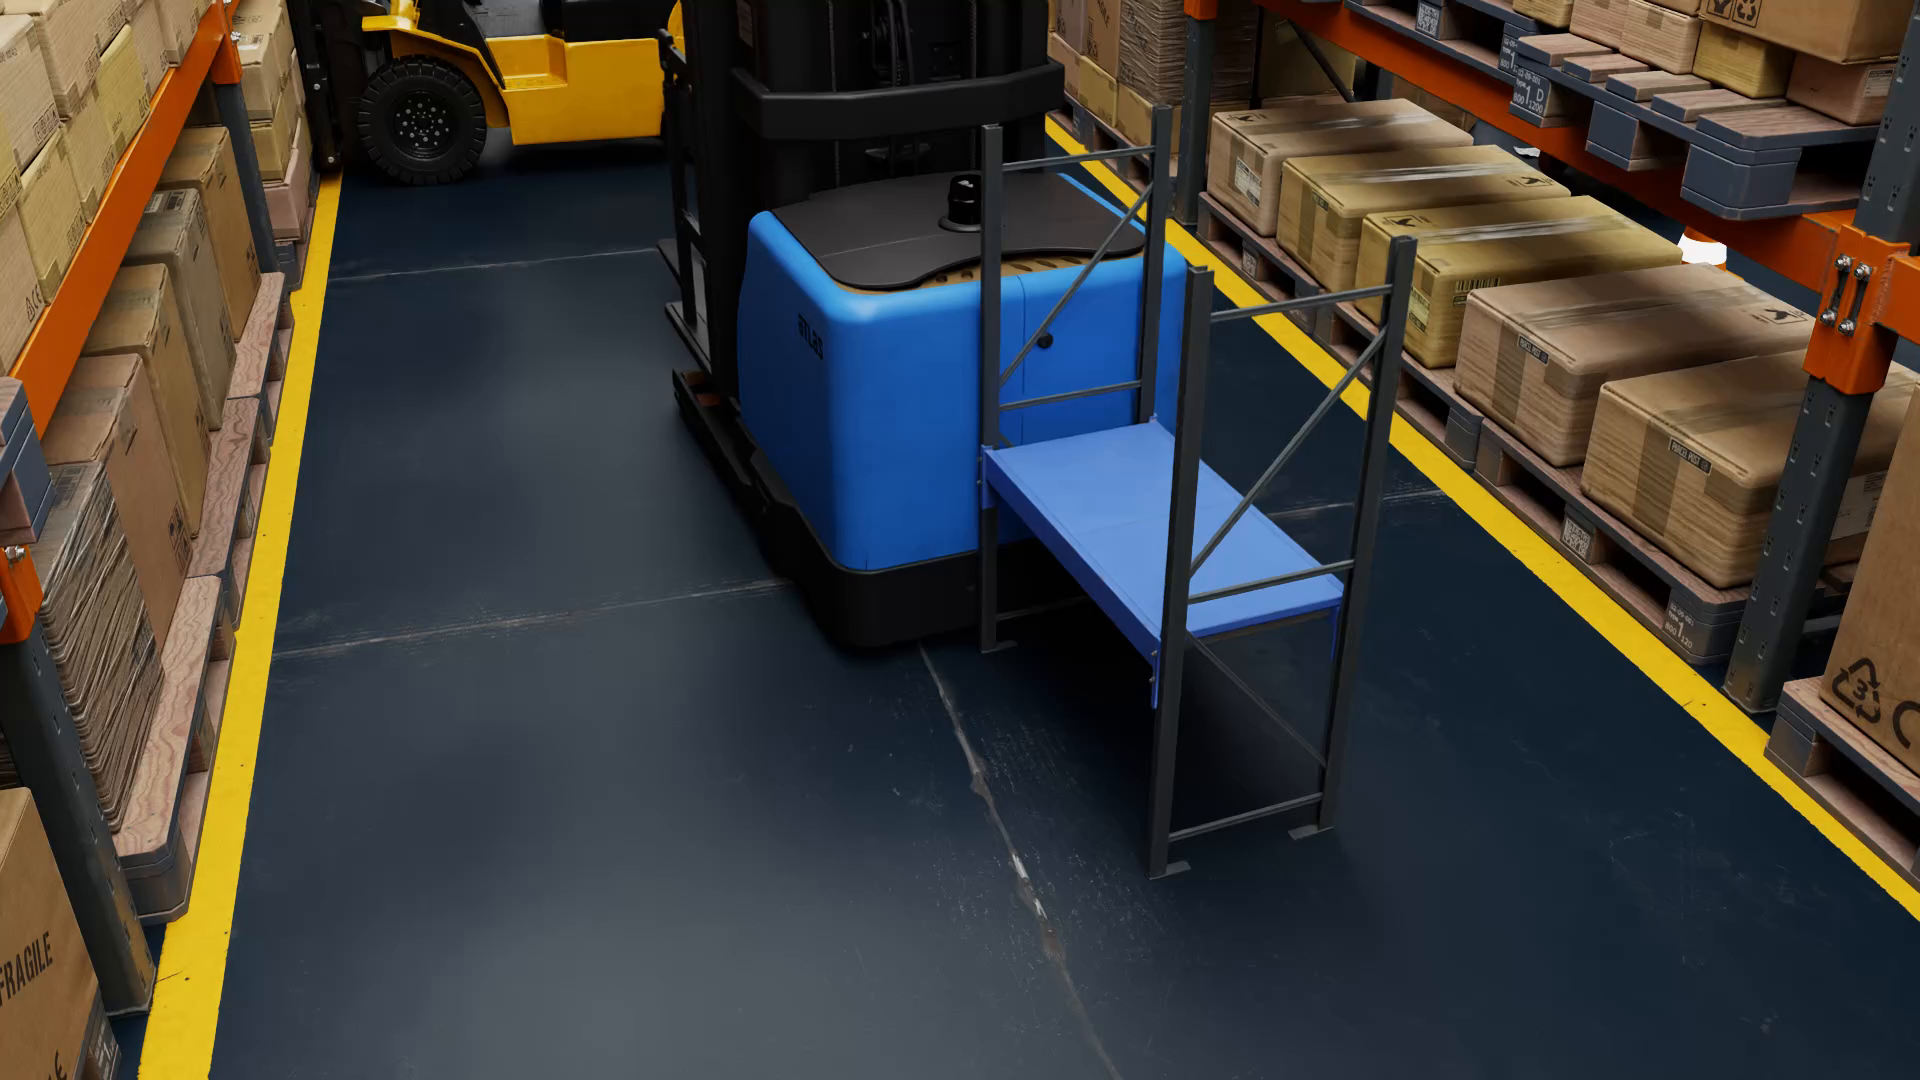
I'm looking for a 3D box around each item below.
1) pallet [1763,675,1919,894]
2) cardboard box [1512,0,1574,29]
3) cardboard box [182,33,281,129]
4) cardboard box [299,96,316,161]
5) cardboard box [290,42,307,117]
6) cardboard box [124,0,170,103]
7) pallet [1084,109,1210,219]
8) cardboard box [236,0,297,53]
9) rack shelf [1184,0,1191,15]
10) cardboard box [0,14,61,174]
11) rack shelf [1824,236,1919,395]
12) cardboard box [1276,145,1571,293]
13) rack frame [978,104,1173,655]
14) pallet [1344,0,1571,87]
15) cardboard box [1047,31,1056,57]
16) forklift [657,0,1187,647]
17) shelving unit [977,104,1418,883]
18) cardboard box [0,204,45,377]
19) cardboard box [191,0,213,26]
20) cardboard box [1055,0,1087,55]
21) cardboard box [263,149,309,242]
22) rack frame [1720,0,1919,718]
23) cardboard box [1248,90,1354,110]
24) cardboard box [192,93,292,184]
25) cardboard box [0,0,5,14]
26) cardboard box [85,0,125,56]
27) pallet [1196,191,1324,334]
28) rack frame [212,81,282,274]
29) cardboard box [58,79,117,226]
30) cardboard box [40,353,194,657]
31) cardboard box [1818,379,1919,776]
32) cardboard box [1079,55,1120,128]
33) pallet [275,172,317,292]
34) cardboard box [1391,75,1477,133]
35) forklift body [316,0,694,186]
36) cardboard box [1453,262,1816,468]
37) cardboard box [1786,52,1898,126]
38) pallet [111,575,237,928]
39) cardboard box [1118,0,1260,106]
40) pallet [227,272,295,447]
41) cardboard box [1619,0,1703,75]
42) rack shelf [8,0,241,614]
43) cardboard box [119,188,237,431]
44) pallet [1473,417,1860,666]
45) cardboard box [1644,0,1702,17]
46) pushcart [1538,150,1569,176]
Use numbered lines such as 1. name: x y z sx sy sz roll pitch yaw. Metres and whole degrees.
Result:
1. pallet: 2.708 0.677 3.870 1.003 0.211 1.213 -8 31 -13
2. cardboard box: 1.861 -1.610 4.870 0.380 0.149 0.250 -7 31 -12
3. cardboard box: -3.101 -1.891 6.850 0.500 0.250 0.500 -8 31 -14
4. cardboard box: -3.385 -1.950 7.950 0.500 0.250 0.500 -7 31 -12
5. cardboard box: -3.364 -2.161 7.816 0.500 0.250 0.500 -8 31 -14
6. cardboard box: -2.648 -1.432 4.879 0.500 0.250 0.500 -8 31 -13
7. pallet: 1.297 -1.966 8.436 1.003 0.211 1.213 -8 31 -13
8. cardboard box: -3.370 -2.378 7.692 0.500 0.250 0.500 -7 31 -12
9. rack shelf: 0.979 -3.508 9.034 1.077 0.370 4.000 -8 31 -13
10. cardboard box: -2.227 -0.900 3.460 0.500 0.250 0.500 -7 31 -12
11. rack shelf: 3.102 0.356 2.358 1.077 0.370 4.000 -8 31 -13
12. cardboard box: 1.845 -1.298 6.702 0.950 0.372 0.625 -6 31 -10
13. rack frame: 0.289 -0.378 4.406 0.500 1.500 0.032 -11 32 -19
14. pallet: 2.006 -1.789 5.537 1.003 0.211 1.213 -8 31 -13
15. cardboard box: 0.681 -2.841 9.489 0.500 0.250 0.500 -6 31 -10
16. forklift: -0.392 -1.695 5.252 1.130 2.935 3.031 -11 32 -19
17. shelving unit: 0.478 -0.142 3.998 0.538 1.500 1.048 -11 32 -19
18. cardboard box: -2.095 -0.441 3.168 0.500 0.250 0.500 -8 31 -13
19. cardboard box: -2.889 -1.918 5.719 0.500 0.250 0.500 -7 31 -12
20. cardboard box: 0.821 -2.911 8.862 0.500 0.500 0.500 -6 31 -11
21. cardboard box: -3.084 -1.461 7.105 0.500 0.250 0.500 -8 31 -13
22. rack frame: 2.571 -0.921 3.847 1.000 3.000 0.127 -8 31 -13
23. cardboard box: 1.613 -2.166 8.323 0.500 0.250 0.500 -9 31 -16
24. cardboard box: -3.106 -1.674 6.974 0.500 0.250 0.500 -8 31 -14
25. cardboard box: -2.261 -1.150 3.496 0.380 0.149 0.250 -8 31 -13
26. cardboard box: -2.509 -1.398 4.322 0.500 0.250 0.500 -7 31 -13
27. pallet: 1.718 -1.270 7.234 1.003 0.211 1.213 -8 31 -13
28. rack frame: -3.275 -2.191 6.041 1.000 3.000 0.127 -8 31 -13
29. cardboard box: -2.368 -0.933 4.017 0.500 0.250 0.500 -9 31 -15
30. cardboard box: -2.547 -0.031 4.260 0.875 0.625 0.625 -7 31 -12
31. cardboard box: 2.675 0.161 3.679 0.875 0.875 0.875 -8 31 -14
32. cardboard box: 0.943 -2.350 8.642 0.500 0.250 0.500 -9 31 -15
33. pallet: -3.446 -1.374 7.413 1.003 0.211 1.213 -8 31 -13
34. cardboard box: 2.537 -2.471 9.017 0.500 0.500 0.500 13 32 21
35. forklift body: -2.074 -3.082 8.428 2.313 2.155 1.214 -8 31 -13
36. cardboard box: 2.227 -0.595 5.488 0.950 0.372 0.625 -8 31 -14
37. cardboard box: 2.257 -1.121 4.024 0.380 0.149 0.250 -7 31 -11
38. pallet: -2.394 0.545 4.098 1.003 0.211 1.213 -8 31 -13
39. cardboard box: 1.094 -2.419 8.013 0.500 0.500 0.500 -8 31 -14
40. pallet: -3.042 -0.634 6.134 1.003 0.211 1.213 -8 31 -13
41. cardboard box: 2.006 -1.357 4.431 0.380 0.149 0.250 -8 31 -14
42. rack shelf: -2.744 -0.914 4.553 1.077 0.370 4.000 -8 31 -13
43. cardboard box: -2.927 -0.719 5.449 0.875 0.625 0.625 -8 31 -14
44. pallet: 2.365 -0.092 5.198 1.003 0.211 1.213 -8 31 -13
45. cardboard box: 2.035 -1.706 4.387 0.500 0.500 0.500 -8 31 -14
46. pushcart: 3.695 -2.045 8.407 1.648 0.377 0.936 -20 35 -30
